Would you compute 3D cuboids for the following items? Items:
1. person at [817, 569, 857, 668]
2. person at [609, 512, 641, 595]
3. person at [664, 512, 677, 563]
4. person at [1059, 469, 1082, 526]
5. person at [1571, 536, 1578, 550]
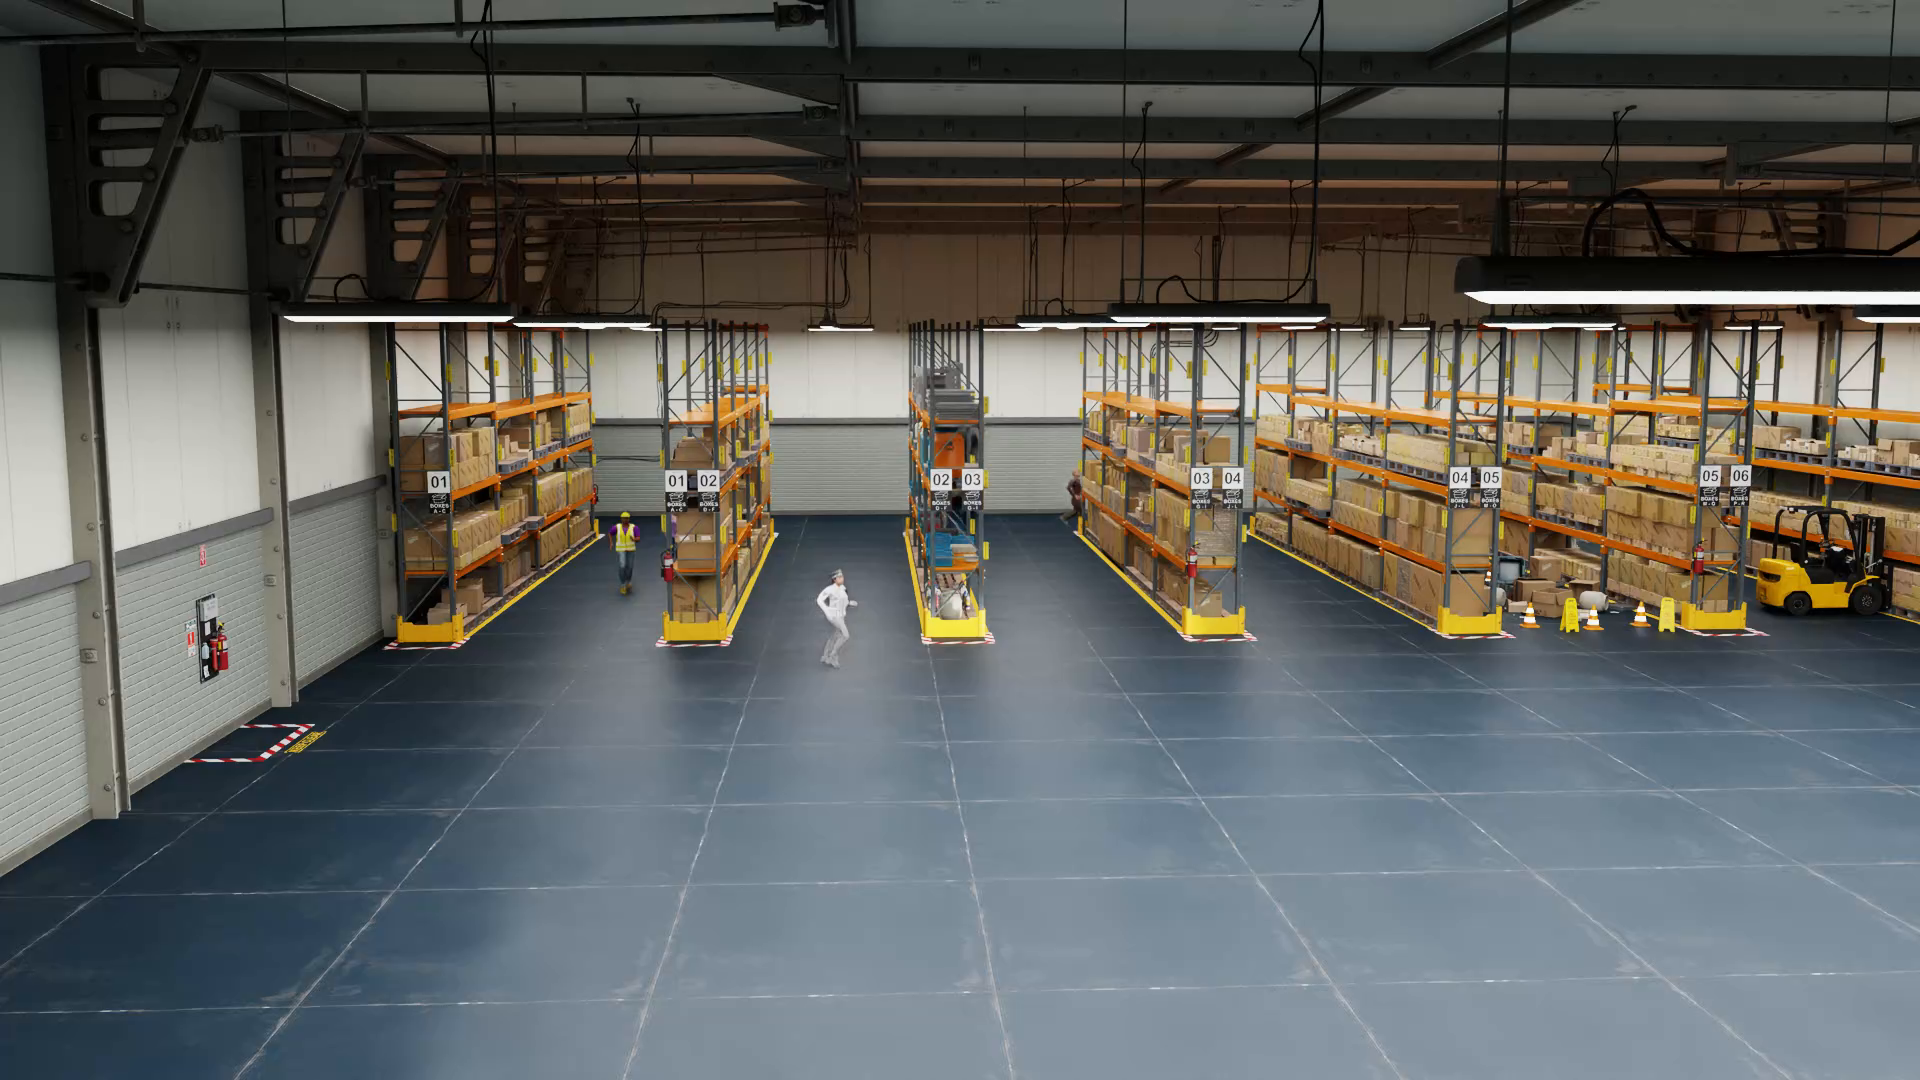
[{"bbox_3d":[-2.101,1.353,28.762,0.664,1.714,0.583,3,8,25],"label":"person"},{"bbox_3d":[-7.435,0.282,36.990,0.675,1.831,0.781,-2,7,-19],"label":"person"},{"bbox_3d":[-6.940,-0.056,40.422,0.510,1.601,0.676,-1,7,-10],"label":"person"},{"bbox_3d":[3.381,-1.196,48.972,0.924,1.783,0.699,1,7,10],"label":"person"},{"bbox_3d":[15.687,-0.423,42.699,0.684,1.789,0.761,-1,7,-9],"label":"person"}]
